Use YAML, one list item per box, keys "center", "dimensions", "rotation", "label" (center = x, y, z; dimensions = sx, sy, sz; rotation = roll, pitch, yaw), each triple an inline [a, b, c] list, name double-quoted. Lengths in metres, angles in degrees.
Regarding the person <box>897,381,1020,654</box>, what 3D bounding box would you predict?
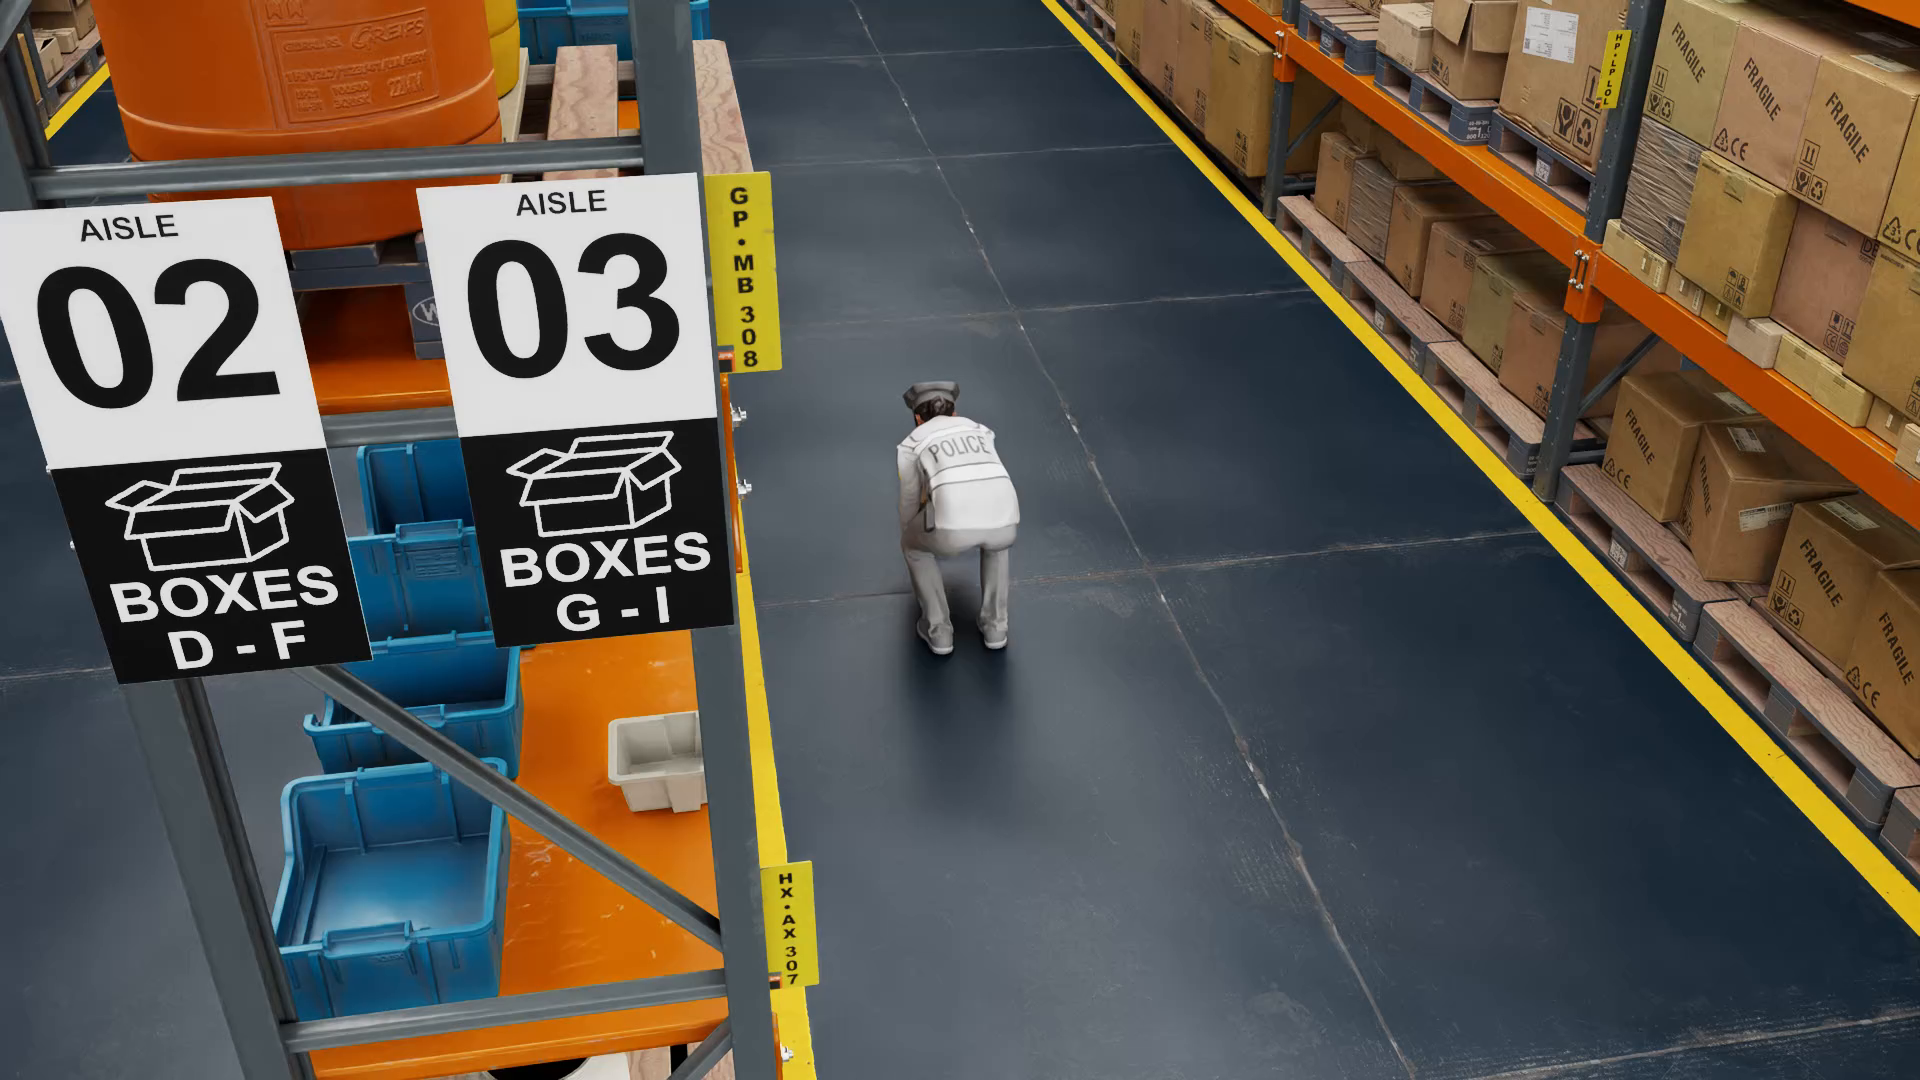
- center: [-0.023, -0.096, 6.959]
  dimensions: [0.468, 0.984, 0.915]
  rotation: [-7, 32, -11]
  label: "person"
